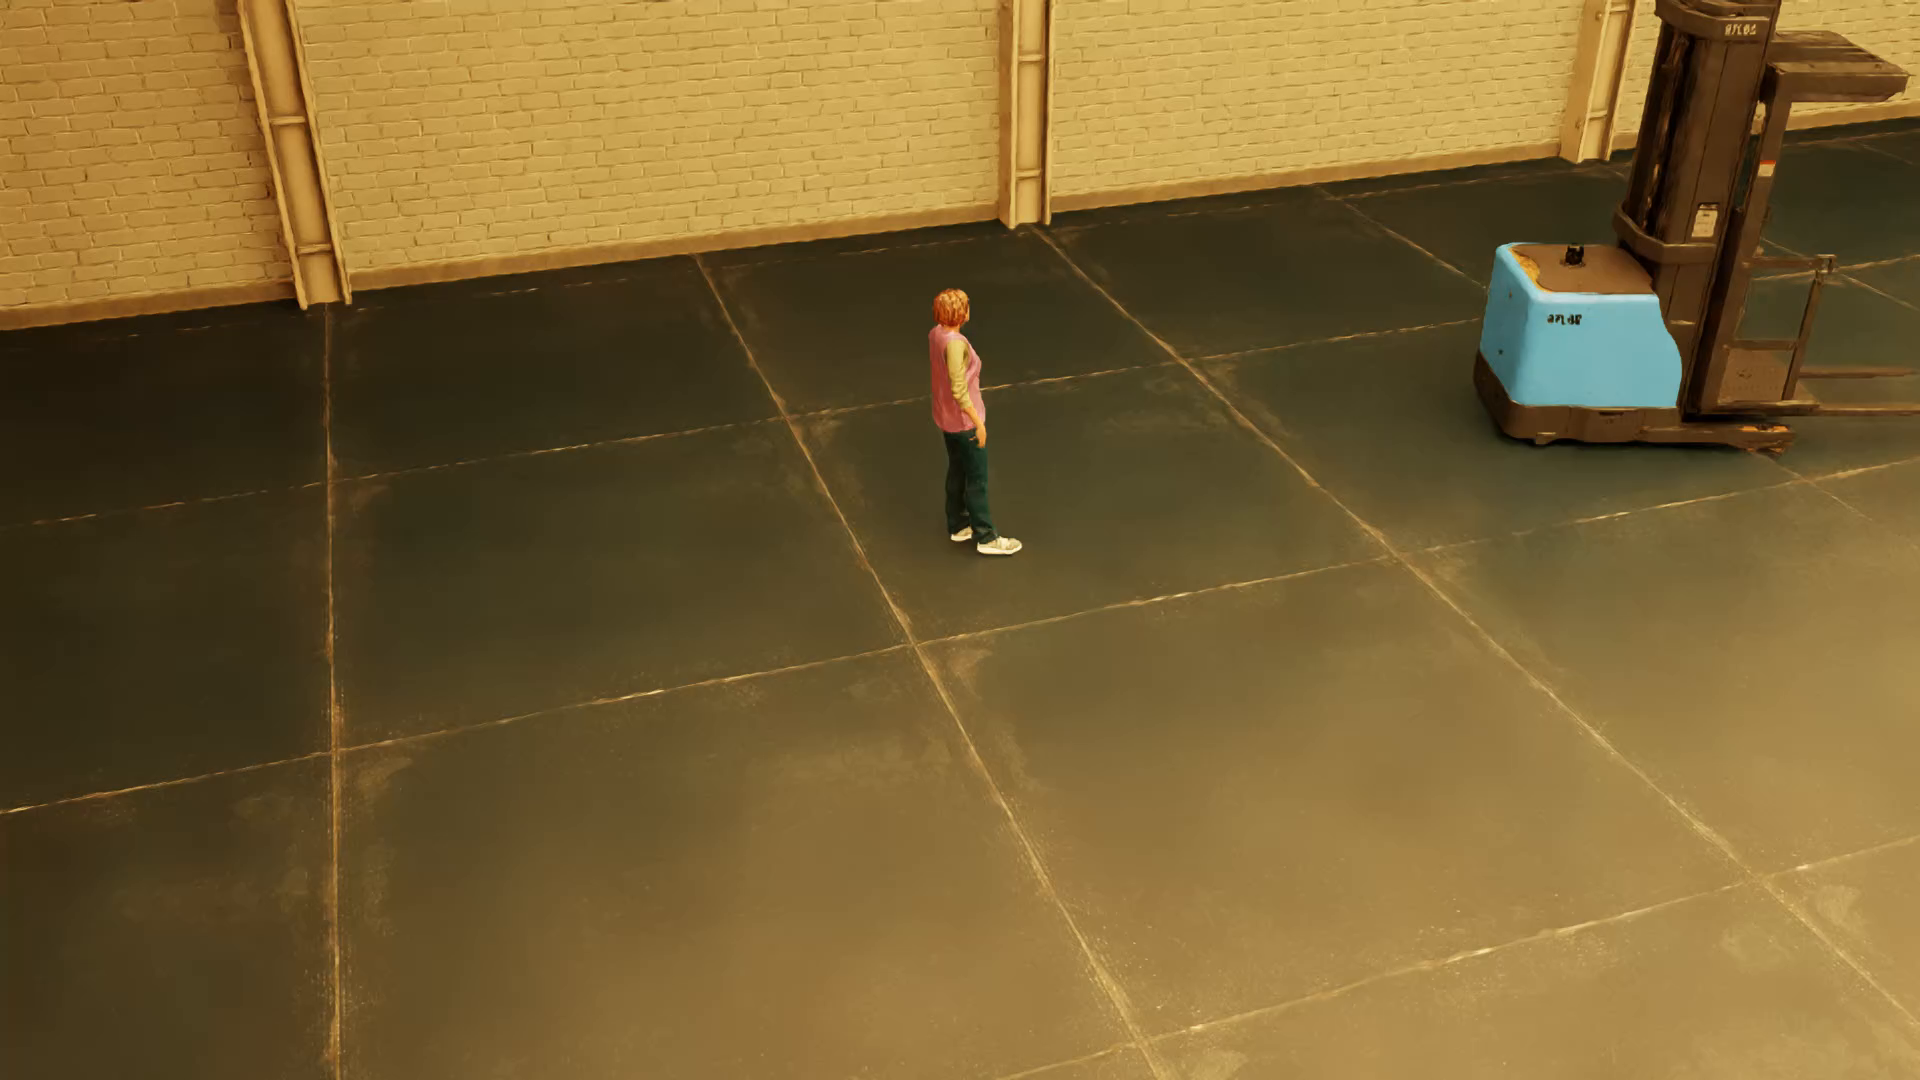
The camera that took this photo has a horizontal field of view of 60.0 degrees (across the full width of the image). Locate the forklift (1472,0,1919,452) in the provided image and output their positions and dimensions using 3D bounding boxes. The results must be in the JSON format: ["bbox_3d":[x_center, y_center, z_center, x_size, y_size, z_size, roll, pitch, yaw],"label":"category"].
[{"bbox_3d":[5.165,-2.127,10.784,3.031,2.935,1.130,1,30,1],"label":"forklift"}]

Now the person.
[{"bbox_3d":[0.075,-0.704,9.633,0.474,1.597,0.520,-10,31,-16],"label":"person"}]
